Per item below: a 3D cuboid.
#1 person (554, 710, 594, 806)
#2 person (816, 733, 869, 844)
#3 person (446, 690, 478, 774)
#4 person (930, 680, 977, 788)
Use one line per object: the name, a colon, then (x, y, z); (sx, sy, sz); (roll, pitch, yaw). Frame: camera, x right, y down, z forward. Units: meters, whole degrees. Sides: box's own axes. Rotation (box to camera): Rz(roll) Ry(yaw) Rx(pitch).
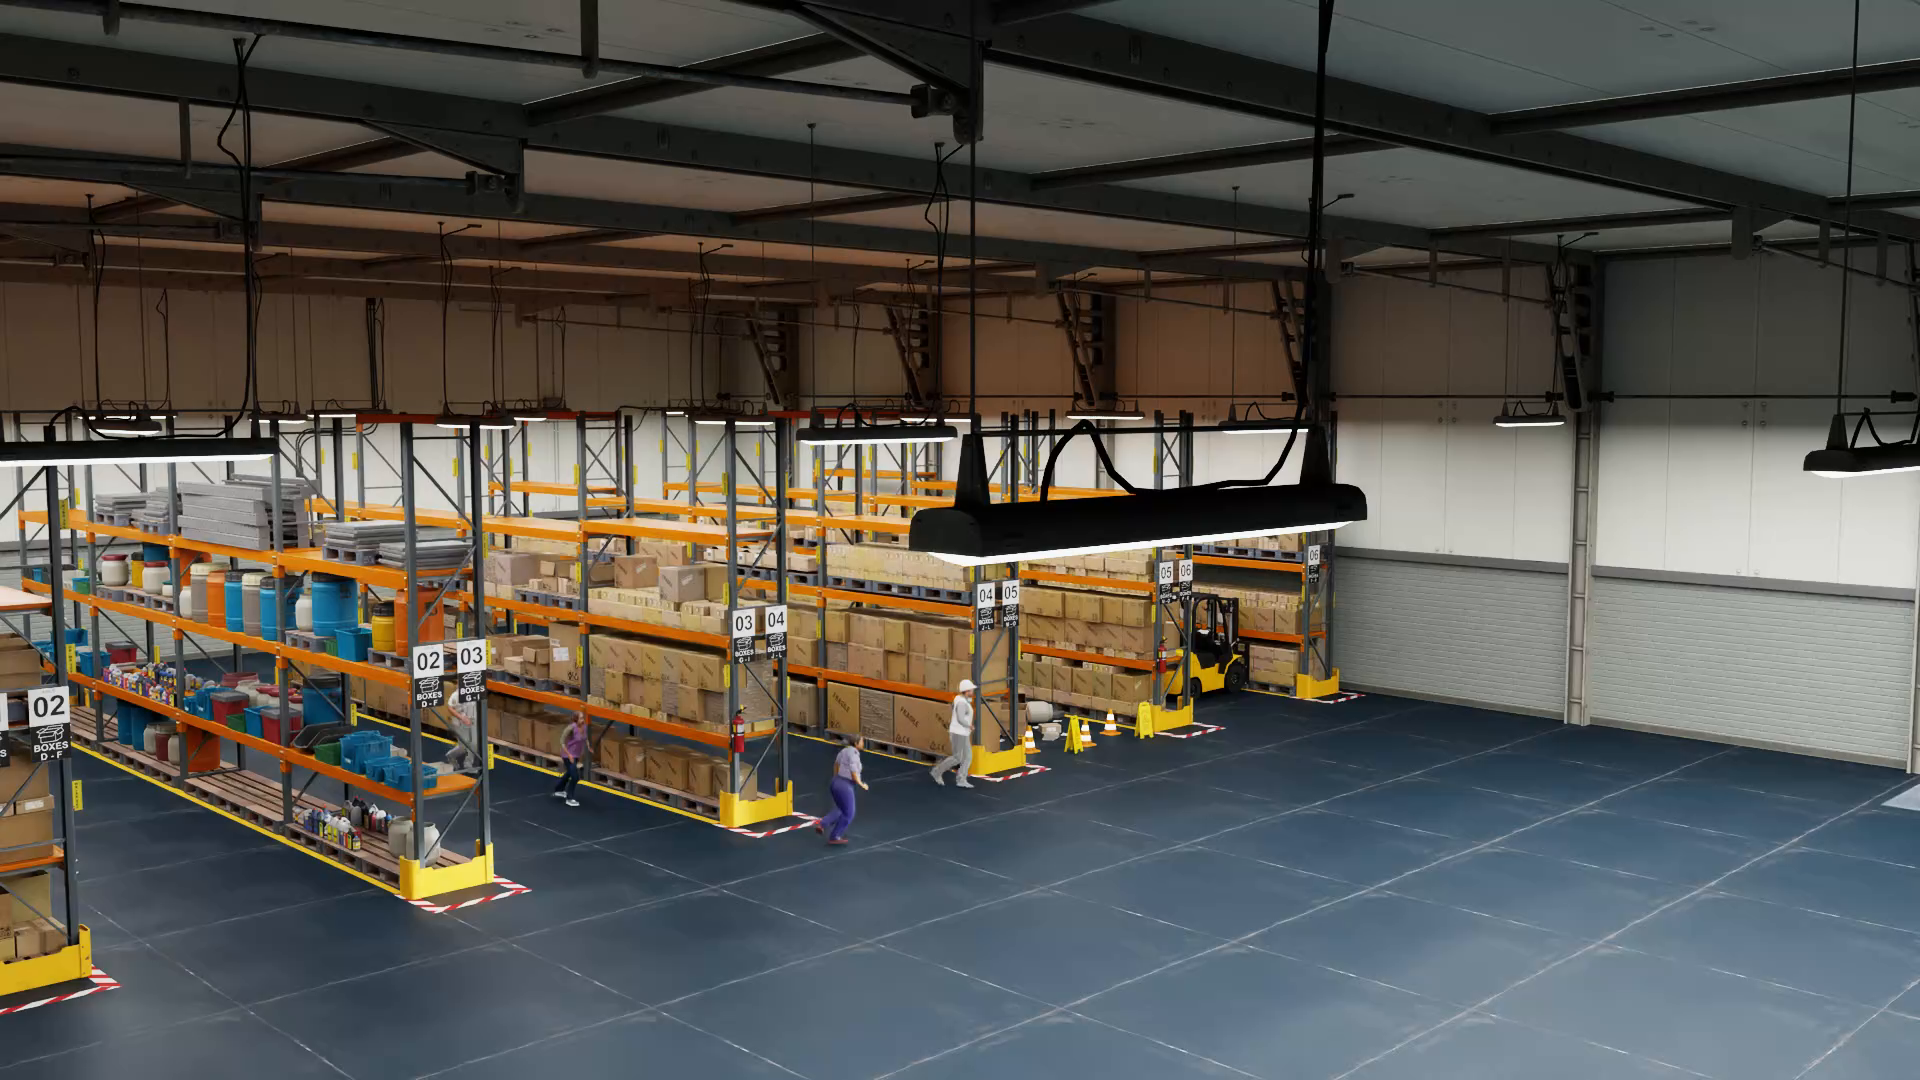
person: (-6.024, 3.348, 25.754); (0.792, 1.517, 0.570); (2, 5, 23)
person: (-1.658, 3.512, 23.498); (0.711, 1.563, 0.587); (-2, 5, -22)
person: (-8.340, 3.065, 27.938); (0.698, 1.713, 0.661); (4, 6, 37)
person: (-0.098, 3.133, 26.937); (0.751, 1.764, 0.649); (1, 5, 8)
